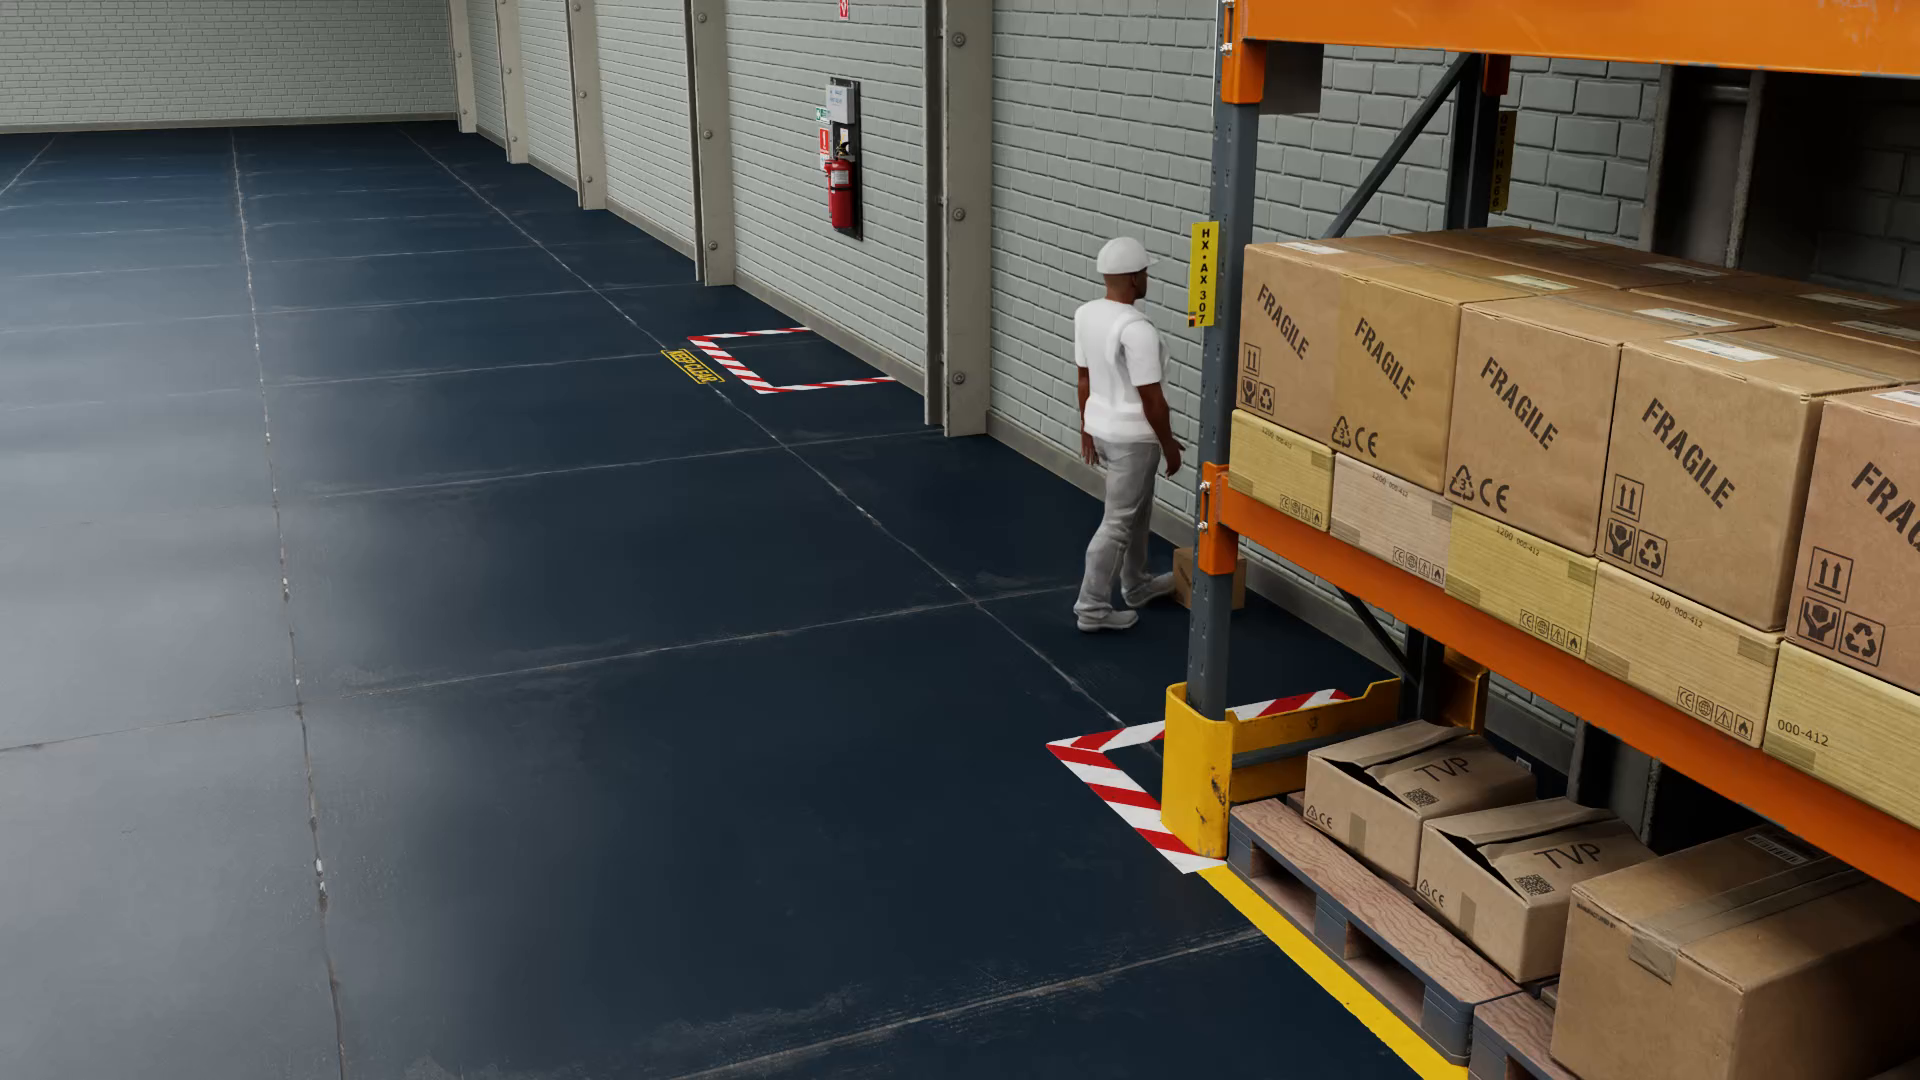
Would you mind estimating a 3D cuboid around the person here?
[{"bbox_3d":[0.791,-0.473,7.463,0.669,1.766,0.571,-7,20,-21],"label":"person"}]
